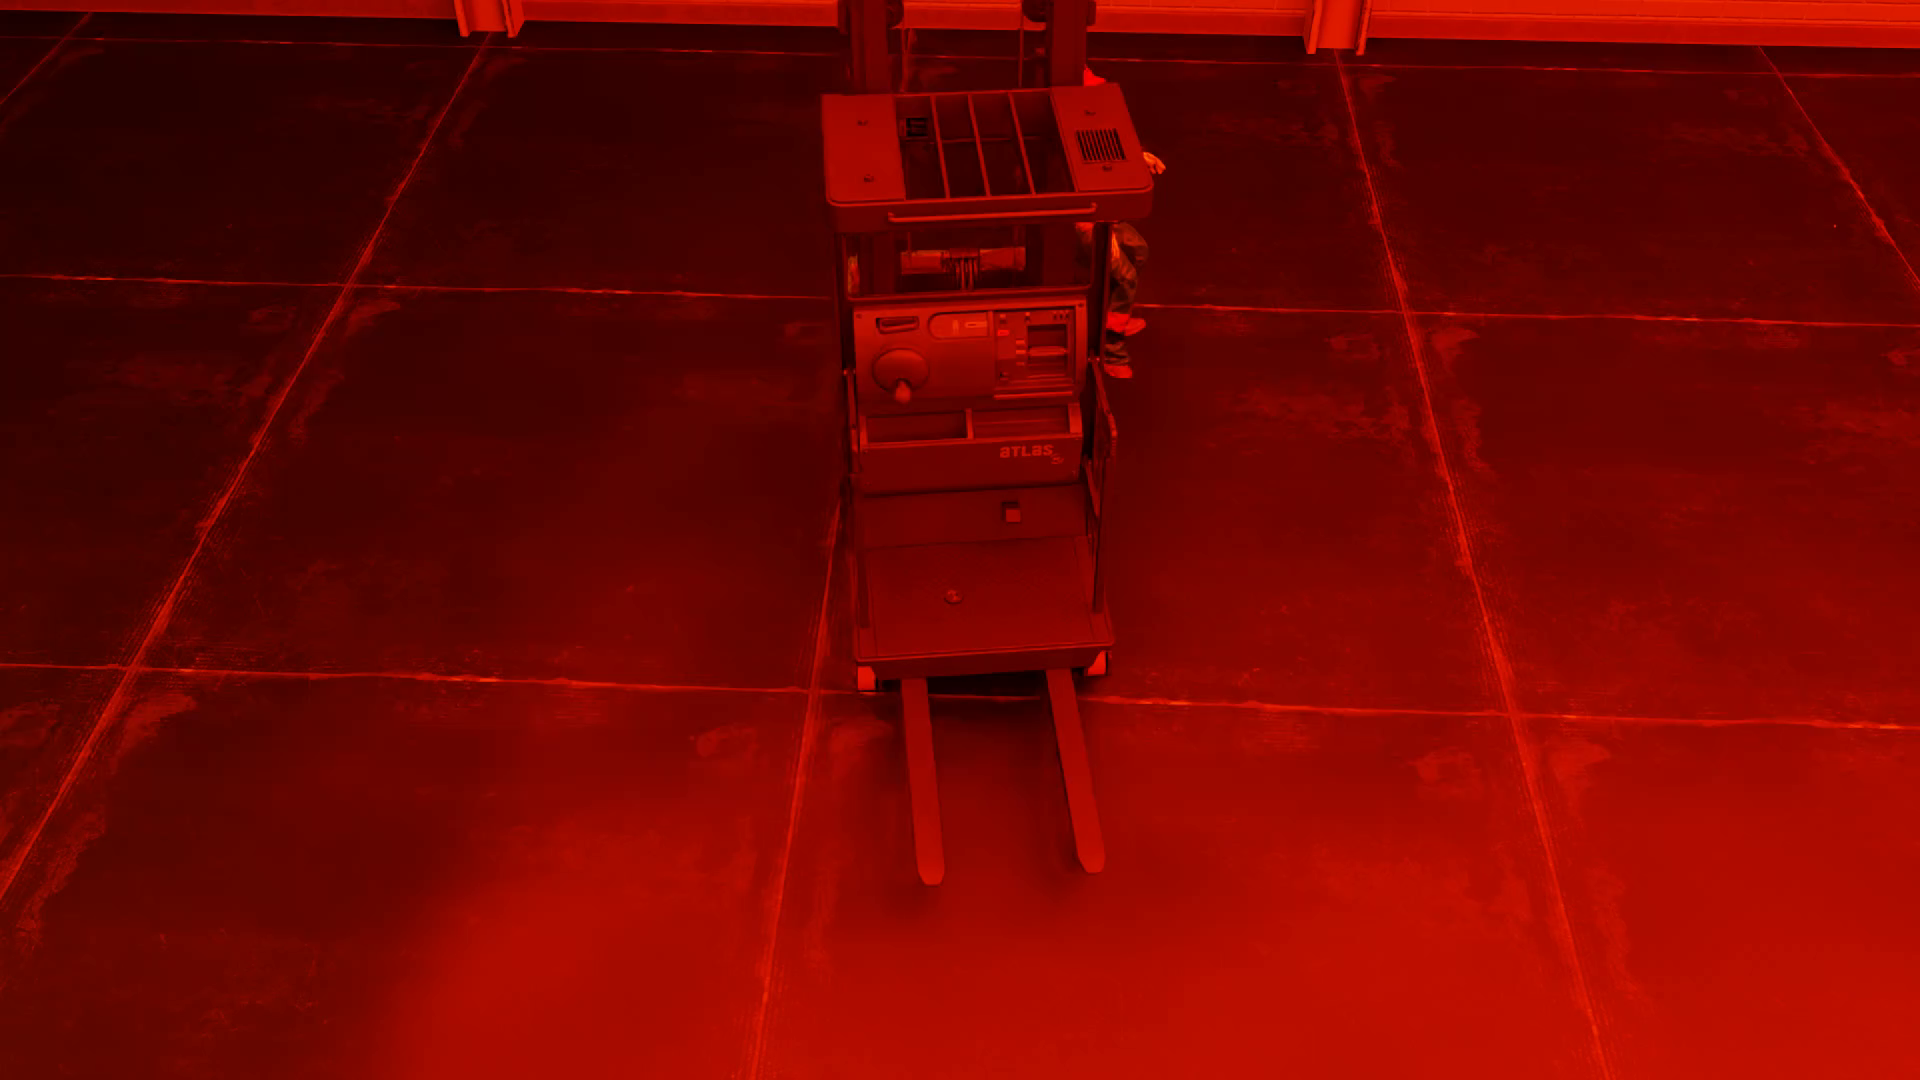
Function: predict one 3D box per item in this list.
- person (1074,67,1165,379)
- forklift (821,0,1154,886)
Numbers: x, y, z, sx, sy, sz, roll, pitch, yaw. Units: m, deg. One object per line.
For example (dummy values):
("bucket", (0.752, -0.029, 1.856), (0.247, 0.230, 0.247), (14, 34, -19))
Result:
("person", (0.707, -1.676, 8.636), (0.701, 1.655, 0.825), (6, 43, 6))
("forklift", (0.065, -0.672, 6.478), (1.130, 2.935, 3.031), (-3, 43, -4))
